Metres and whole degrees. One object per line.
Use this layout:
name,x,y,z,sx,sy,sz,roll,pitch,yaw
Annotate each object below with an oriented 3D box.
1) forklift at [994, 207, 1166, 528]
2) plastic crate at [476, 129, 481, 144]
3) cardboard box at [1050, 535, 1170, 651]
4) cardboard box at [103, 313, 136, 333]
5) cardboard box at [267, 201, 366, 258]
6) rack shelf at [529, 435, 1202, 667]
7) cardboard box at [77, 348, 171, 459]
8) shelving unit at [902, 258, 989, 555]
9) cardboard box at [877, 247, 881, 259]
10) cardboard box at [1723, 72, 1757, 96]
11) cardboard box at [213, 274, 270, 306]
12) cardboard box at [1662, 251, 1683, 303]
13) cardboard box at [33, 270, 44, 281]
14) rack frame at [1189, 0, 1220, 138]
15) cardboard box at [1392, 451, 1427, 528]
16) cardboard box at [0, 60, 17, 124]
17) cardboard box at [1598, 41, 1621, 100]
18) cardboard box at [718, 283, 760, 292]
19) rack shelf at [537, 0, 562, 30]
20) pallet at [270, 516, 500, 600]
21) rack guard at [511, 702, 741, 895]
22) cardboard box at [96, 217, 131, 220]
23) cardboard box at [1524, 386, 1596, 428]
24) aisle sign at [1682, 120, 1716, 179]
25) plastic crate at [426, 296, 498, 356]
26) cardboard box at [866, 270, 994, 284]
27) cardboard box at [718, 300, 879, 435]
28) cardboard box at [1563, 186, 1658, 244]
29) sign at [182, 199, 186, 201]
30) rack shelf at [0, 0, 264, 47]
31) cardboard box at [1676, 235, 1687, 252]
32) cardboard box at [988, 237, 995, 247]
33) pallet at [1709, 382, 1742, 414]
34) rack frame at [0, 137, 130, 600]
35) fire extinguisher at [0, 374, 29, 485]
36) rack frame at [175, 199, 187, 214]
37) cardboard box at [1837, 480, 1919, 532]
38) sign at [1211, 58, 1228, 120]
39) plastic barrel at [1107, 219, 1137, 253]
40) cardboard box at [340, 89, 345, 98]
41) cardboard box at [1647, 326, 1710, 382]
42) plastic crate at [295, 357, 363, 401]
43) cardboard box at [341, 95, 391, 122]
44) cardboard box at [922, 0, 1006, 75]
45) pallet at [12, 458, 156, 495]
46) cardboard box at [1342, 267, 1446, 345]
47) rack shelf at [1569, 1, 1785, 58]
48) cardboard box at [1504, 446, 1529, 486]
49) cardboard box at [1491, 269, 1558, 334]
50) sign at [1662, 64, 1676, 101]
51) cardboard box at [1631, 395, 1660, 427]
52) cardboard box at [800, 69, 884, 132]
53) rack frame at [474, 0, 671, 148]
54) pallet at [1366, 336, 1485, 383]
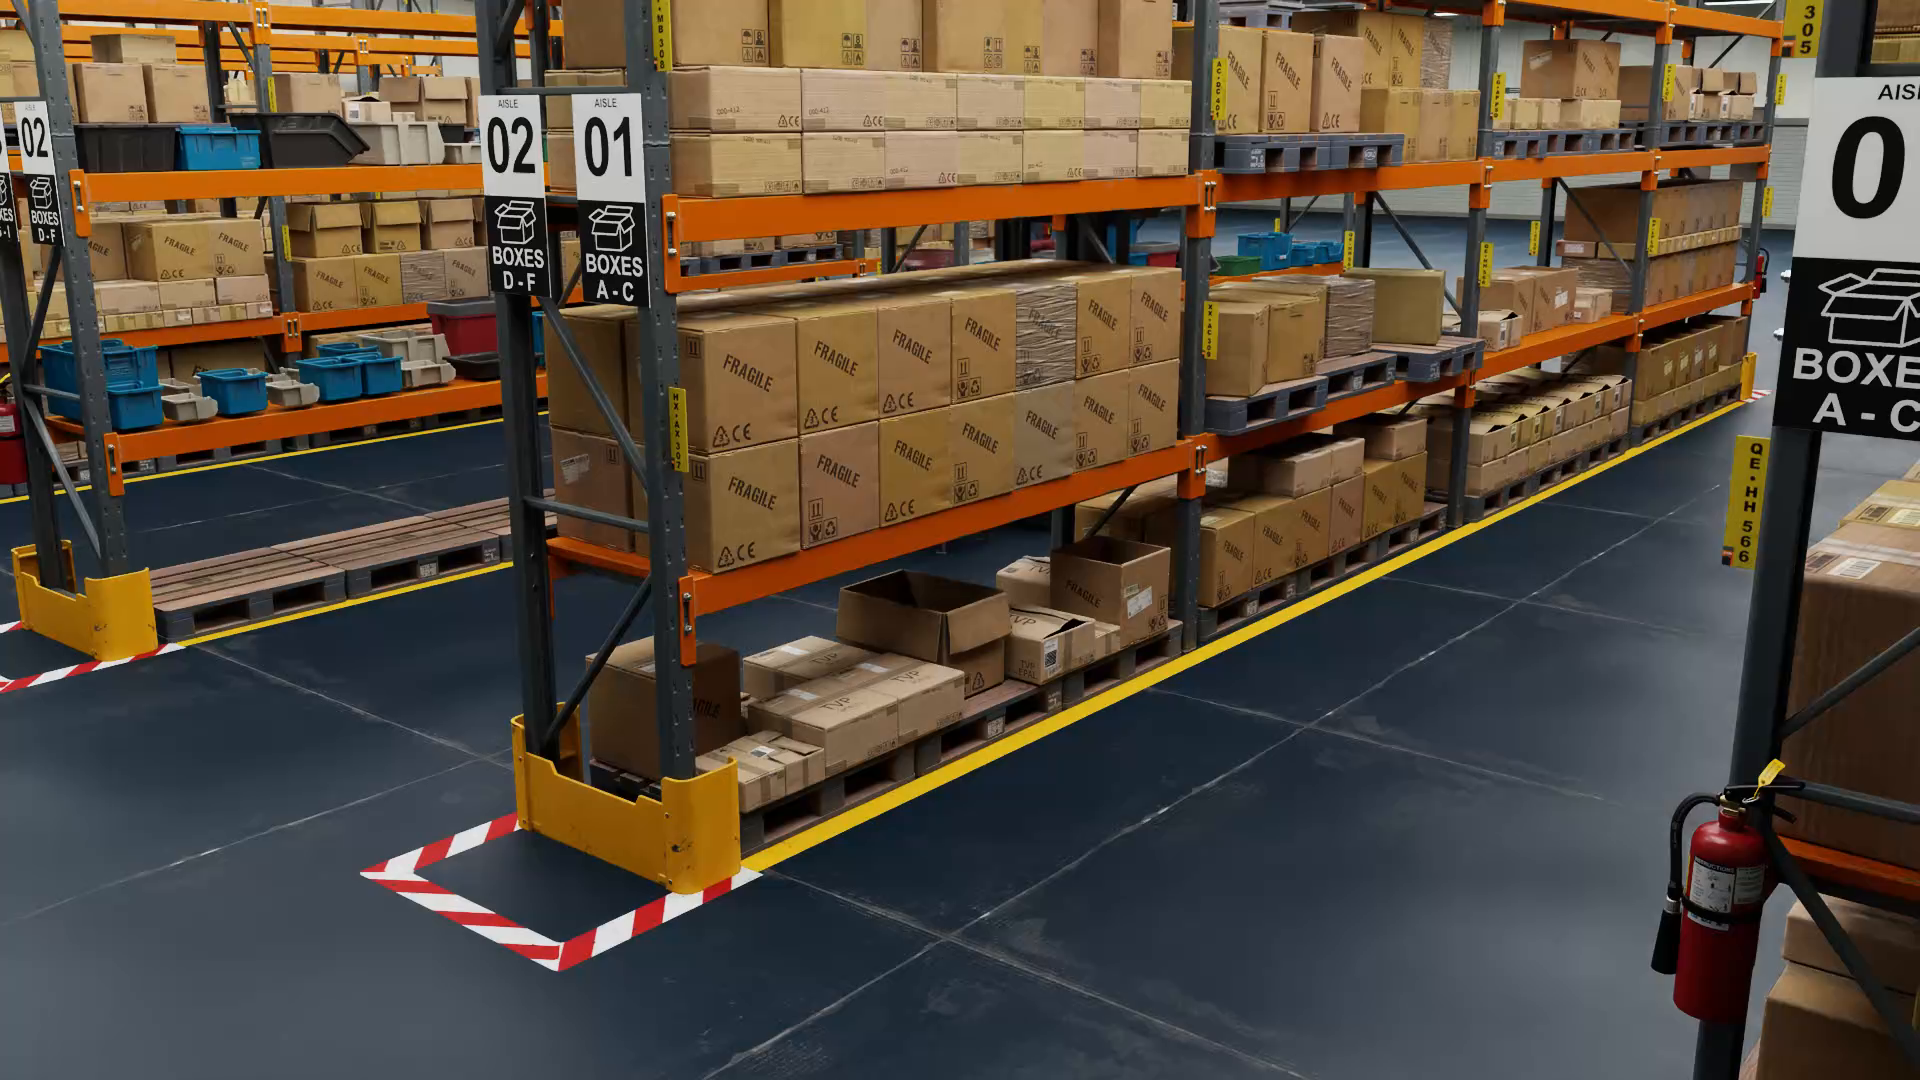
forklift,1.006,-1.822,13.841,1.130,2.935,3.031,9,17,32
plastic crate,-3.177,-2.774,11.700,0.416,0.233,0.300,11,18,38
cardboard box,0.859,0.293,9.560,0.500,0.500,0.500,11,18,38
cardboard box,-7.450,-1.915,14.579,0.380,0.149,0.250,11,18,37
cardboard box,-6.311,-3.050,16.297,0.797,0.503,0.637,11,18,36
rack shelf,-0.260,-0.126,8.490,1.077,0.370,4.000,11,18,38
cardboard box,-7.749,-1.279,15.029,0.875,0.875,0.875,11,18,38
shelving unit,-0.104,-0.986,12.240,0.431,2.100,0.503,11,18,38
cardboard box,-1.142,-3.843,22.167,0.380,0.149,0.250,11,18,38
cardboard box,8.175,-4.822,18.073,0.797,0.503,0.637,13,19,41
cardboard box,-6.779,-2.338,15.435,0.500,0.250,0.500,11,18,37
cardboard box,6.944,-2.722,17.043,0.700,0.500,0.500,12,18,38
cardboard box,-10.498,-2.966,18.717,0.380,0.149,0.250,11,18,37
rack frame,0.997,-3.766,9.170,1.000,3.000,0.127,11,18,38
cardboard box,3.106,-0.410,12.330,0.500,0.500,0.500,12,19,40
cardboard box,-8.200,-3.684,13.680,0.700,0.500,0.500,10,17,34
cardboard box,5.607,-4.226,15.004,0.500,0.500,0.500,12,18,38
cardboard box,-3.884,-4.342,27.084,0.875,0.875,0.875,11,18,37
rack shelf,-1.596,-4.374,13.836,1.077,0.370,4.000,11,18,38
pallet,-4.052,0.108,11.771,1.003,0.211,1.213,11,18,38
rack guard,-1.469,1.105,7.258,1.175,0.500,0.348,11,18,38
cardboard box,-10.068,-3.757,19.768,0.380,0.149,0.250,11,18,36
cardboard box,5.356,-1.215,14.907,0.500,0.311,0.500,11,18,37
aisle sign,8.342,-4.476,18.871,0.394,0.787,0.004,11,18,38
plastic crate,-3.610,-1.553,12.393,0.402,0.464,0.583,11,18,38
cardboard box,-0.165,-1.147,8.813,0.500,0.500,0.500,11,18,36
cardboard box,-0.711,-0.771,7.331,0.500,0.500,0.500,11,18,38
cardboard box,6.299,-3.153,16.106,0.700,0.500,0.500,11,18,38
sign,-11.466,-5.167,24.520,0.100,0.325,0.005,11,18,38
rack shelf,-7.963,-4.374,13.838,1.077,0.370,4.000,11,18,38
cardboard box,7.151,-3.022,16.906,0.380,0.149,0.250,11,18,36
cardboard box,0.374,-4.333,24.096,0.380,0.149,0.250,11,18,38
pallet,8.091,-1.652,18.696,1.003,0.211,1.213,11,18,38
rack frame,-5.368,-0.859,9.914,1.000,3.000,0.127,11,18,38
fire extinguisher,-5.816,-0.683,10.132,0.296,0.674,0.183,11,18,38
rack frame,-11.900,-4.691,24.998,1.000,3.000,0.127,11,18,38
cardboard box,3.100,0.288,4.787,0.980,0.700,0.700,11,18,37
sign,1.424,-2.480,9.151,0.100,0.325,0.005,11,18,38
plastic barrel,1.696,-3.373,18.791,0.600,0.901,0.708,11,18,38
cardboard box,-8.038,-5.700,21.120,0.396,0.266,0.258,11,18,38
cardboard box,7.501,-1.952,17.425,0.500,0.500,0.500,11,18,38
plastic crate,-4.129,-1.056,10.905,0.416,0.233,0.300,11,18,38
cardboard box,-5.946,-4.202,16.308,0.500,0.311,0.500,10,18,36
cardboard box,-0.209,-2.456,7.873,0.700,0.500,0.500,11,18,38
pallet,-8.011,-0.672,14.840,1.003,0.211,1.213,11,18,38
cardboard box,3.203,-1.738,12.317,0.700,0.500,0.500,5,15,19
rack shelf,7.282,-5.138,16.847,1.077,0.370,4.000,11,18,38
cardboard box,4.384,-0.646,13.806,0.500,0.250,0.500,11,18,36
cardboard box,4.884,-2.097,14.584,0.500,0.500,0.500,11,18,38
sign,6.453,-4.165,15.145,0.100,0.325,0.005,11,18,38
cardboard box,6.552,-1.303,16.391,0.500,0.250,0.500,11,18,38
cardboard box,-0.672,-1.868,7.082,0.500,0.250,0.500,11,18,38
rack frame,-1.517,-3.000,6.155,1.000,3.000,0.127,11,18,38
pallet,3.139,-1.391,12.394,1.213,0.211,1.003,11,18,38
